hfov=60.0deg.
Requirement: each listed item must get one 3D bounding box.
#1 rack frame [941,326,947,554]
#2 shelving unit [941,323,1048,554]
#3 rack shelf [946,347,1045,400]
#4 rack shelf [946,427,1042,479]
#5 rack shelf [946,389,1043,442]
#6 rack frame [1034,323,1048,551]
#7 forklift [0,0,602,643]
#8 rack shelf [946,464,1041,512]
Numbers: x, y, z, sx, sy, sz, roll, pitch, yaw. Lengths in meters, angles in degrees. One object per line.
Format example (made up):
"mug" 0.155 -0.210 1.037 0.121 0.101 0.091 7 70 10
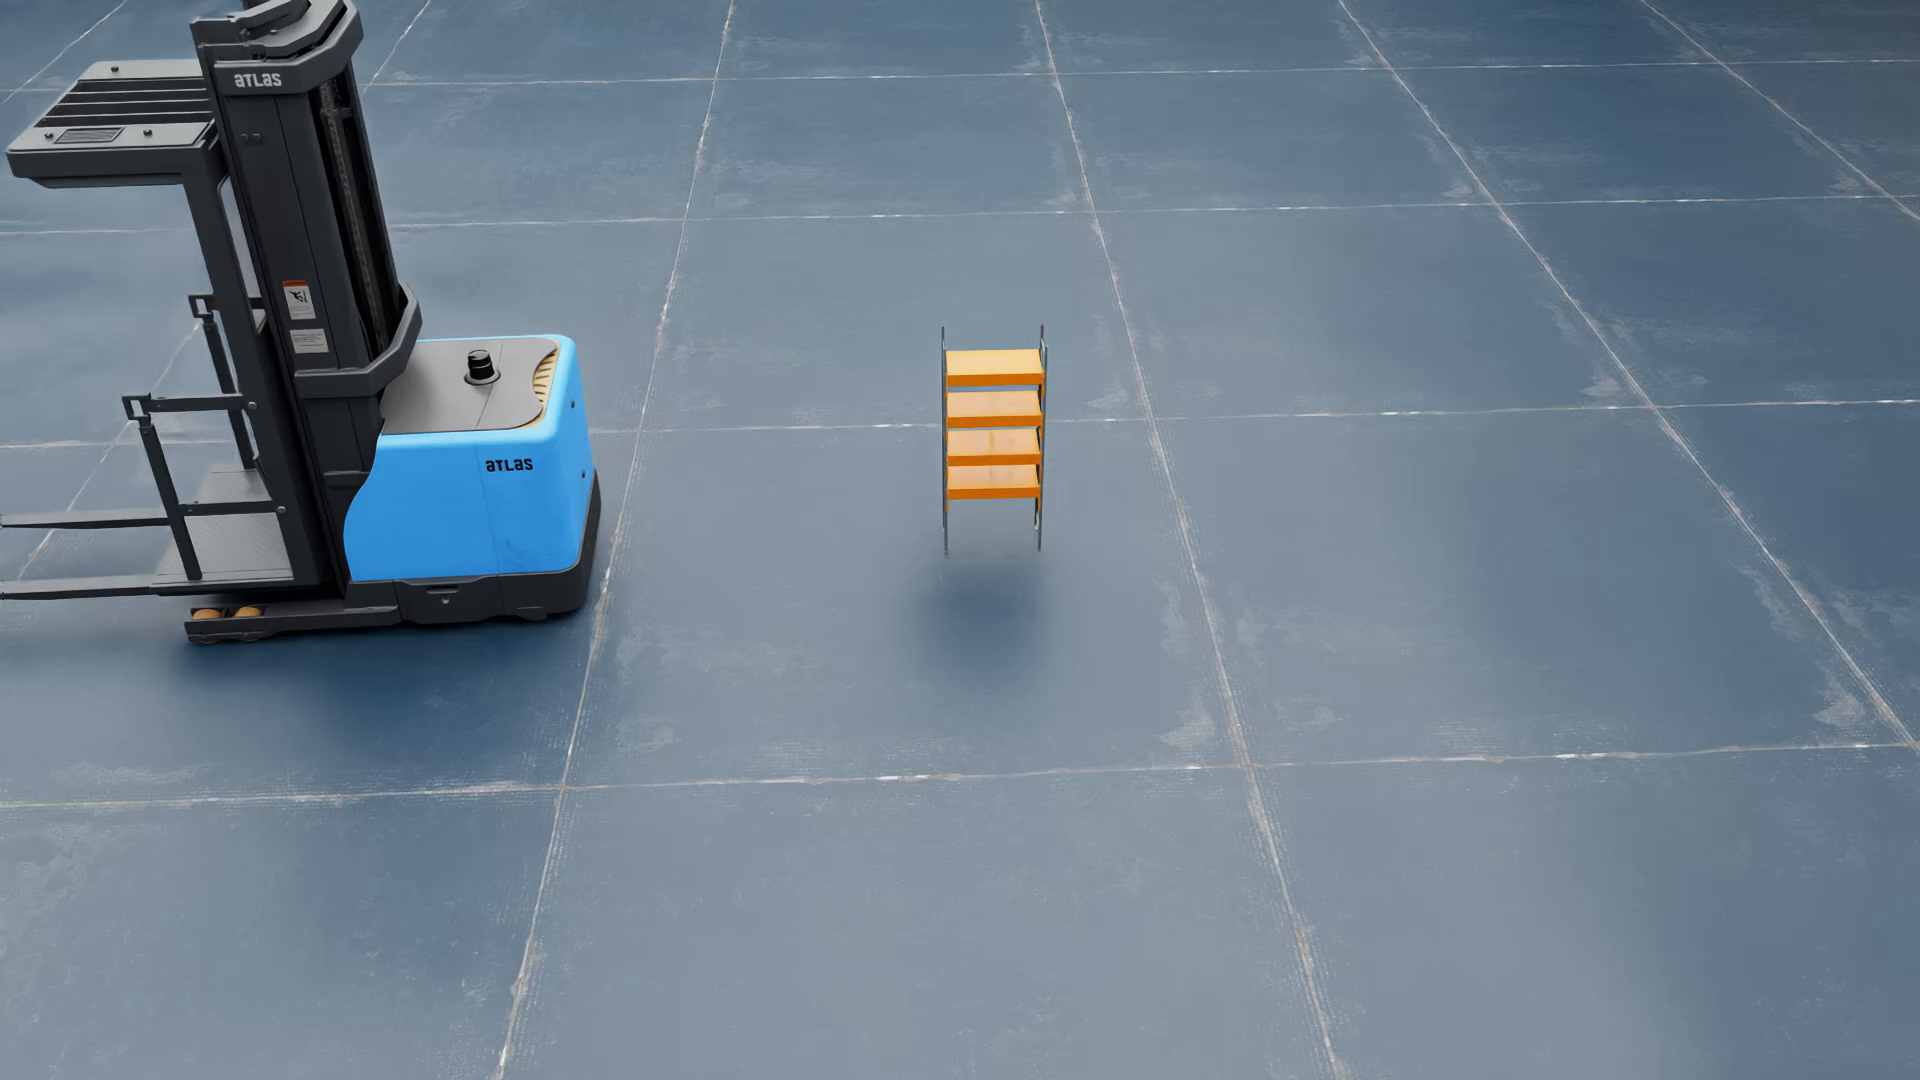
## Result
"rack frame" -0.078 -0.491 8.405 0.015 1.200 0.240 -2 35 -2
"shelving unit" 0.165 -0.498 8.415 0.503 1.200 0.258 -2 35 -2
"rack shelf" 0.165 -0.821 8.191 0.480 0.148 0.258 -2 35 -2
"rack shelf" 0.165 -0.443 8.453 0.480 0.148 0.258 -2 35 -2
"rack shelf" 0.165 -0.626 8.326 0.480 0.148 0.258 -2 35 -2
"rack frame" 0.409 -0.504 8.424 0.015 1.200 0.240 -2 35 -2
"forklift" -3.390 -1.021 7.649 3.031 2.935 1.130 -3 35 -4
"rack shelf" 0.165 -0.279 8.566 0.480 0.148 0.258 -2 35 -2
